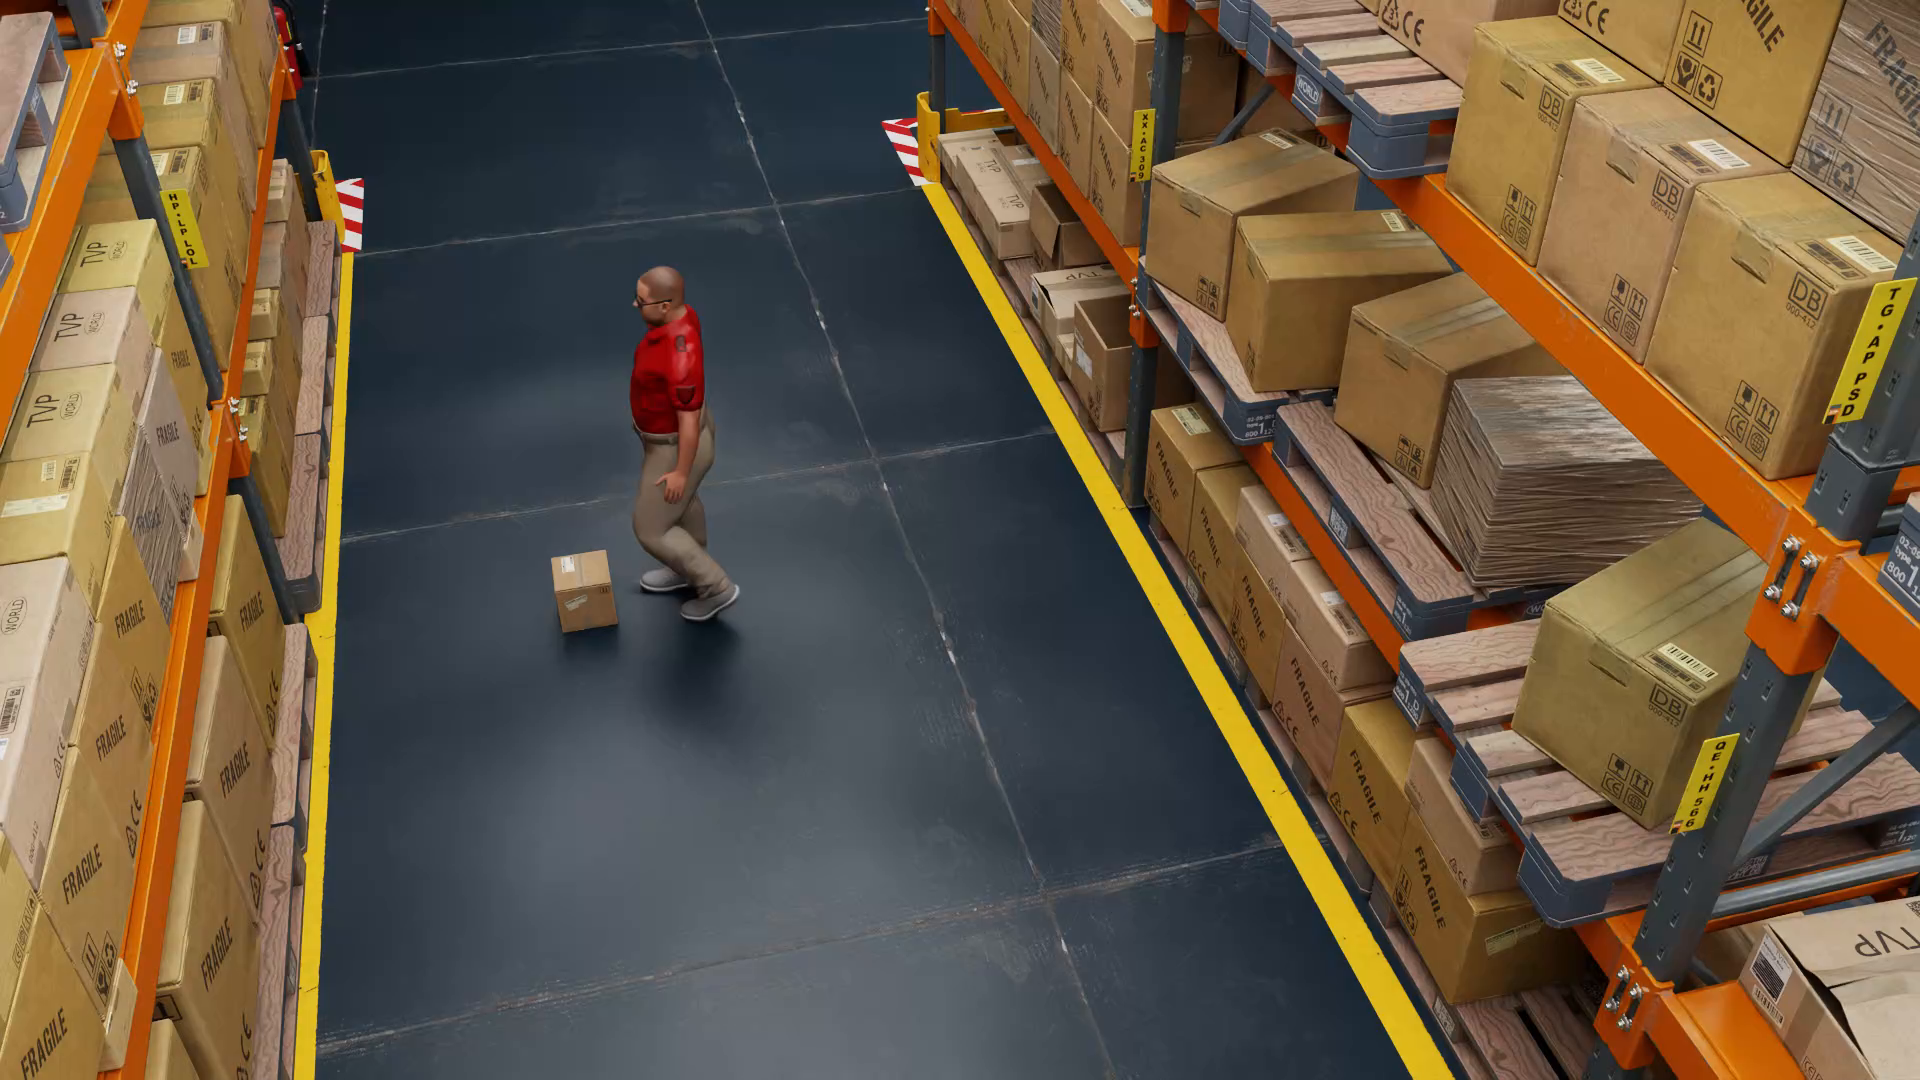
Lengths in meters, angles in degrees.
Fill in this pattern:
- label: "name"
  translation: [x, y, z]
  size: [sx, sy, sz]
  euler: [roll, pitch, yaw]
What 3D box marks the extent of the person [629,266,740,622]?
- label: "person"
  translation: [-1.273, -0.428, 7.275]
  size: [0.450, 1.722, 0.563]
  euler: [-5, 38, -6]
